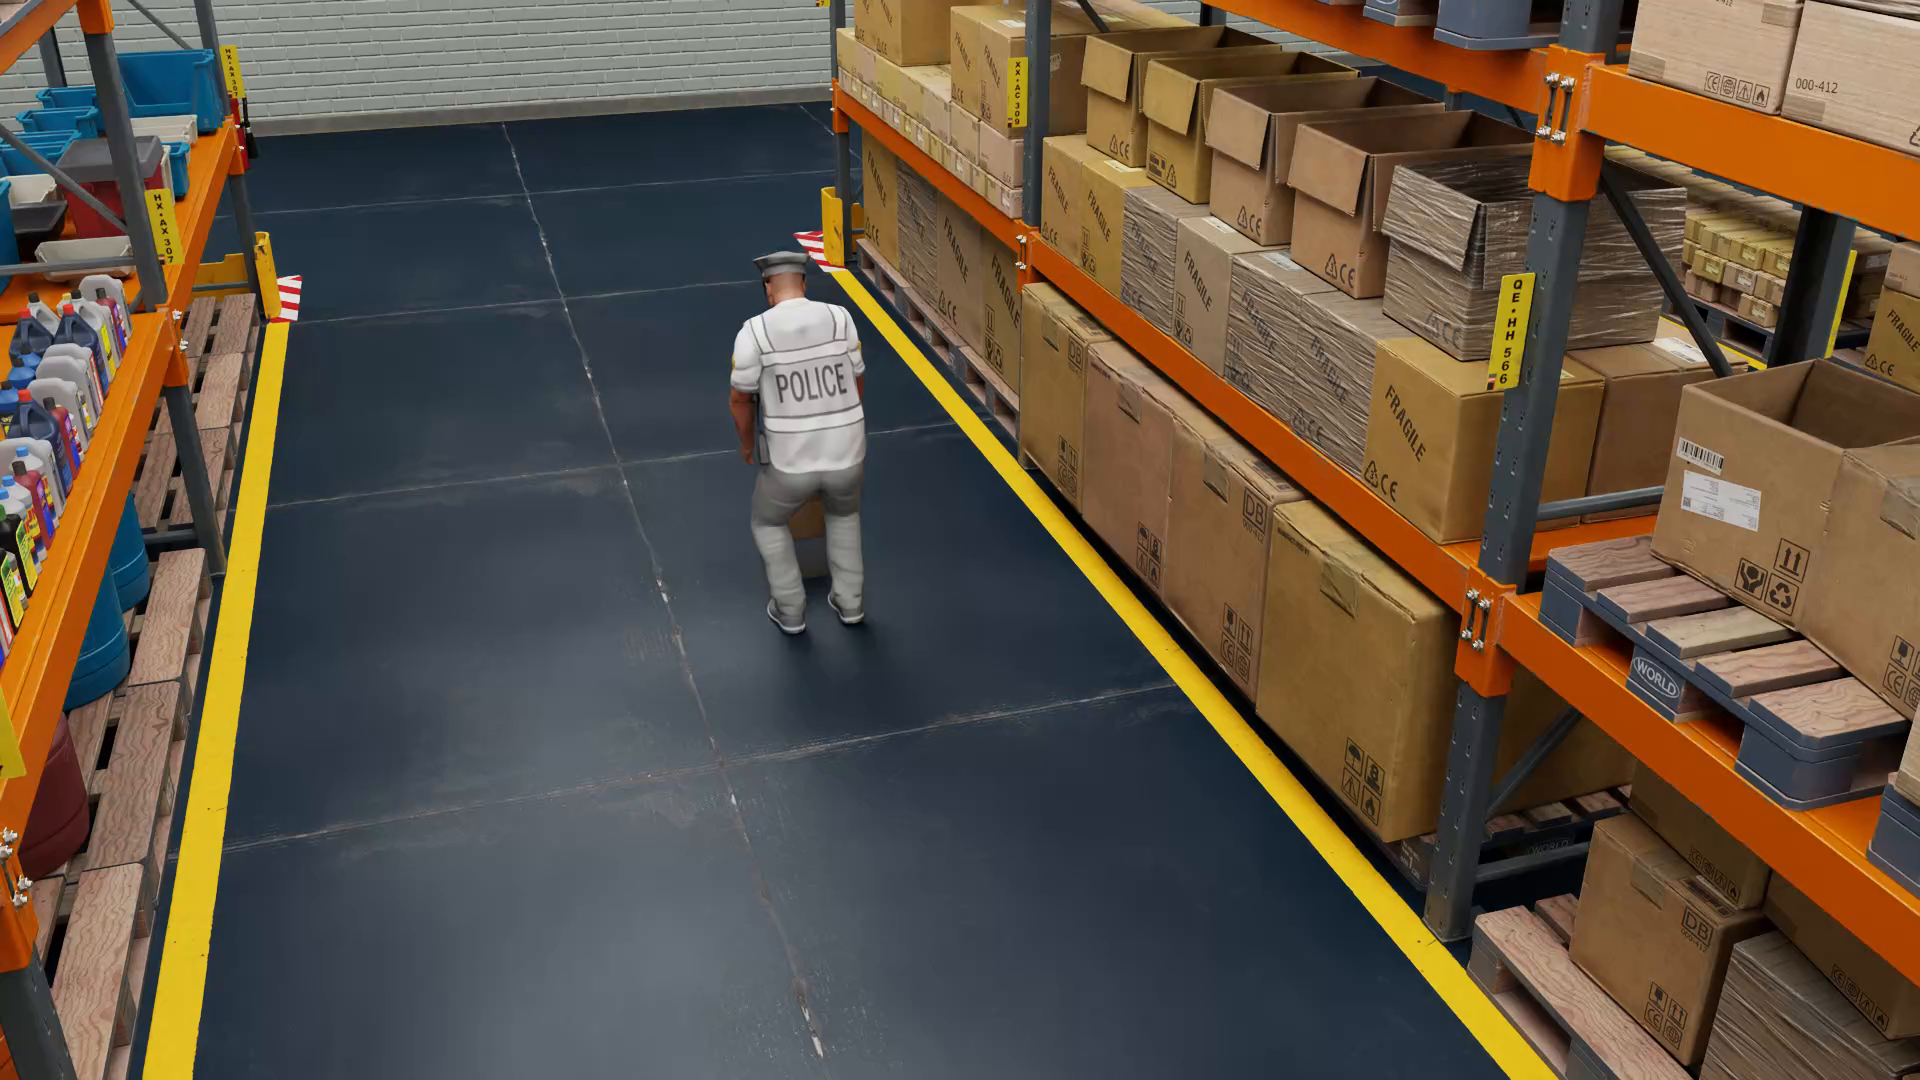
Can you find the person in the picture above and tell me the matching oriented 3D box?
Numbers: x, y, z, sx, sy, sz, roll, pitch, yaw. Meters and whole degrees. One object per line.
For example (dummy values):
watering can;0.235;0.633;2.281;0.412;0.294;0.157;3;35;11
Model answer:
person;-0.675;-0.392;7.054;0.575;1.633;0.609;-8;27;-15
